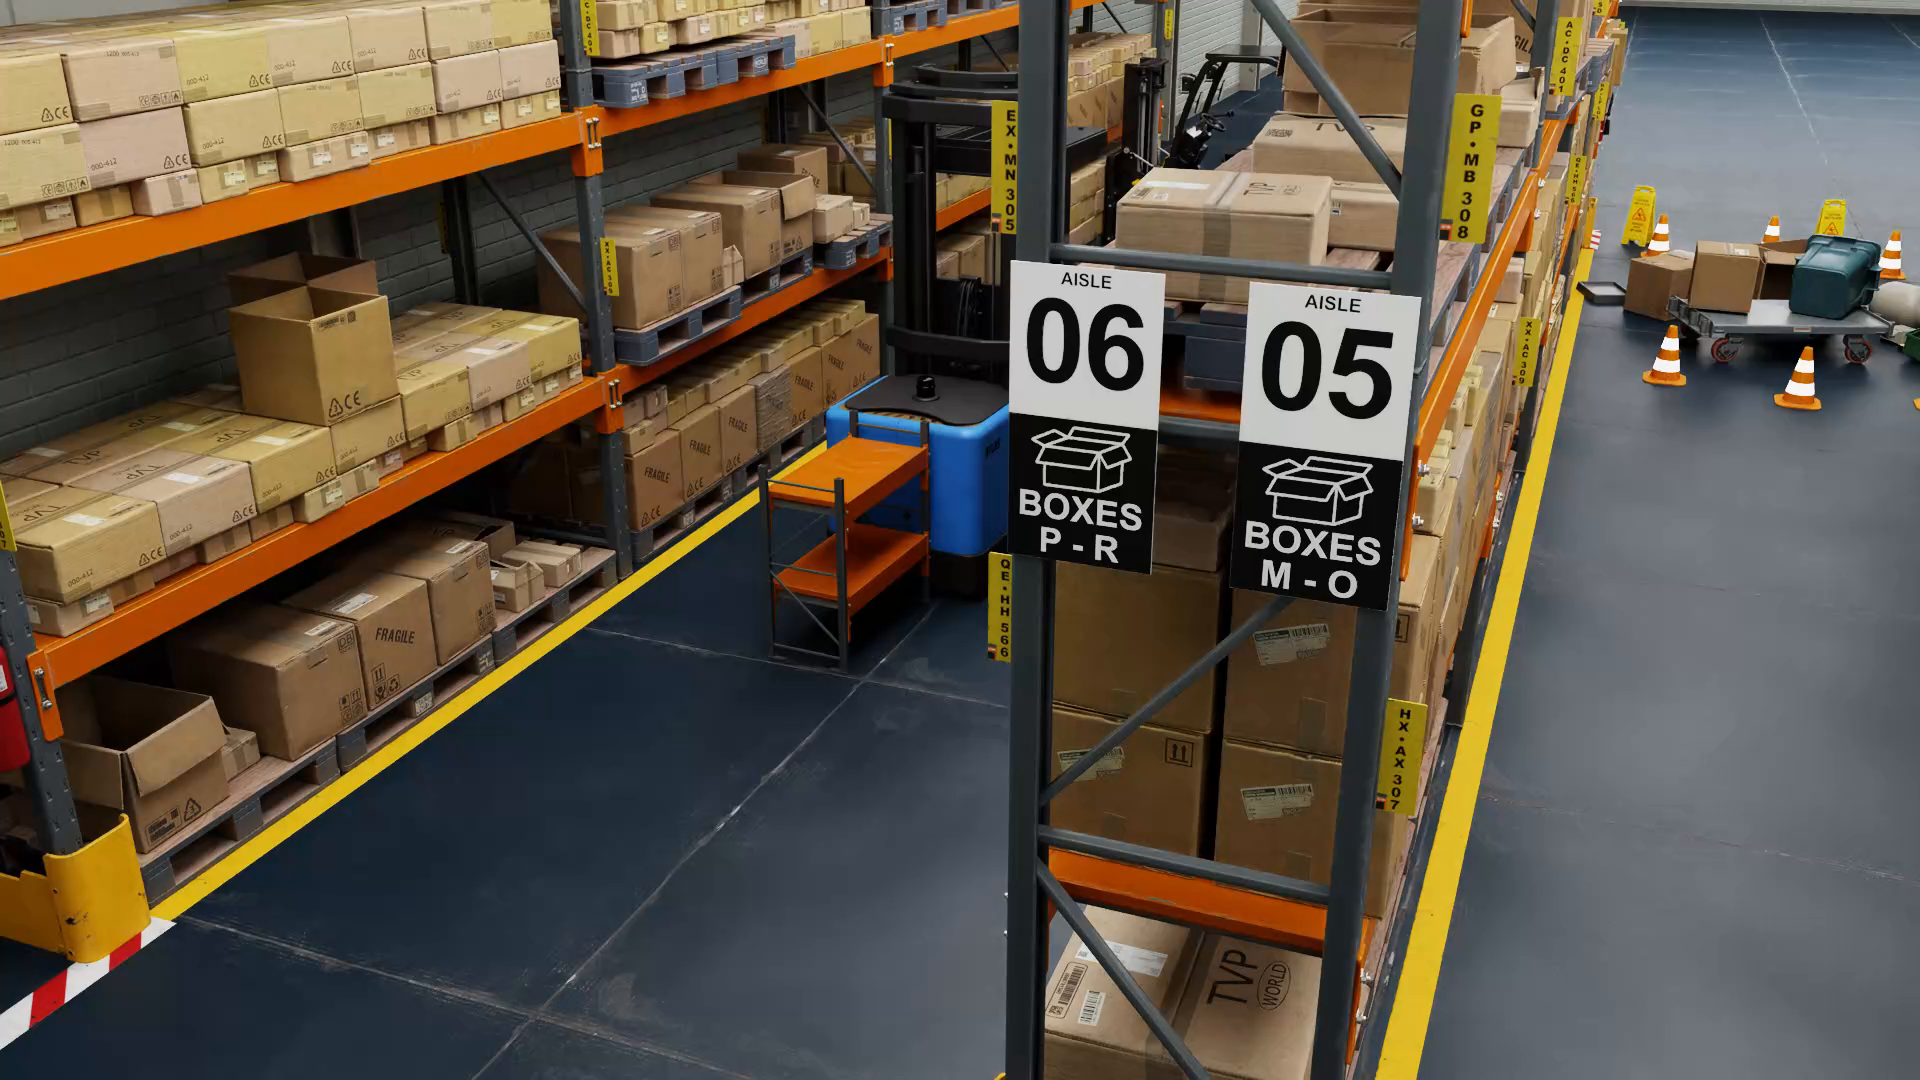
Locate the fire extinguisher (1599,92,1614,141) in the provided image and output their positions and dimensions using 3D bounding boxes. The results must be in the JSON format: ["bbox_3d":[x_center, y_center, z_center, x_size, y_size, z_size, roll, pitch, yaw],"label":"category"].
[{"bbox_3d":[7.038,-4.749,18.327,0.296,0.674,0.183,9,24,20],"label":"fire extinguisher"}]

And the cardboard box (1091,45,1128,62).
[{"bbox_3d":[1.639,-5.372,18.362,0.380,0.149,0.250,9,24,21],"label":"cardboard box"}]

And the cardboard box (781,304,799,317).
[{"bbox_3d":[-1.497,-1.854,13.153,0.380,0.149,0.250,10,25,23],"label":"cardboard box"}]

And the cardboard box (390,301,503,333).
[{"bbox_3d":[-2.935,-1.154,9.430,0.500,0.250,0.500,8,24,19],"label":"cardboard box"}]

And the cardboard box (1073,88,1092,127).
[{"bbox_3d":[1.057,-4.444,17.367,0.500,0.500,0.500,9,24,21],"label":"cardboard box"}]

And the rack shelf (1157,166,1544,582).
[{"bbox_3d":[1.367,-0.852,5.939,1.077,0.370,4.000,9,24,20],"label":"rack shelf"}]

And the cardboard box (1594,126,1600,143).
[{"bbox_3d":[6.453,-4.237,17.329,0.380,0.149,0.250,9,24,21],"label":"cardboard box"}]

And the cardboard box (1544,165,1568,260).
[{"bbox_3d":[3.464,-2.047,10.332,0.500,0.500,0.500,9,24,21],"label":"cardboard box"}]

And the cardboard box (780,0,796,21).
[{"bbox_3d":[-1.349,-3.636,11.348,0.380,0.149,0.250,9,24,21],"label":"cardboard box"}]

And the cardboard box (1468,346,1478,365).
[{"bbox_3d":[1.680,-0.628,6.093,0.380,0.149,0.250,9,24,20],"label":"cardboard box"}]

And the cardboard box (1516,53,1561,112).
[{"bbox_3d":[2.621,-2.160,7.767,0.396,0.266,0.258,9,24,20],"label":"cardboard box"}]

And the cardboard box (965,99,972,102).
[{"bbox_3d":[-0.100,-4.160,15.846,0.380,0.149,0.250,9,24,20],"label":"cardboard box"}]

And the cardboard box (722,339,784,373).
[{"bbox_3d":[-1.481,-1.312,11.856,0.380,0.149,0.250,8,24,18],"label":"cardboard box"}]

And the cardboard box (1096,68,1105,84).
[{"bbox_3d":[1.336,-4.963,17.769,0.380,0.149,0.250,8,24,18],"label":"cardboard box"}]

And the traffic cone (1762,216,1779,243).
[{"bbox_3d":[8.762,-3.263,17.962,0.336,0.463,0.334,9,24,20],"label":"traffic cone"}]

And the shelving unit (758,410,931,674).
[{"bbox_3d":[-0.621,-0.015,9.326,0.538,1.125,1.048,10,25,23],"label":"shelving unit"}]

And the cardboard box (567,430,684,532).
[{"bbox_3d":[-2.111,-0.406,10.528,0.500,0.500,0.500,10,25,22],"label":"cardboard box"}]

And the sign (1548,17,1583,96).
[{"bbox_3d":[2.626,-2.096,7.210,0.100,0.325,0.005,9,24,20],"label":"sign"}]

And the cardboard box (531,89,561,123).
[{"bbox_3d":[-2.359,-2.322,8.851,0.380,0.149,0.250,9,24,20],"label":"cardboard box"}]

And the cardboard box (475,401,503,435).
[{"bbox_3d":[-2.657,-0.676,8.802,0.380,0.149,0.250,9,24,21],"label":"cardboard box"}]

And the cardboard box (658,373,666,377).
[{"bbox_3d":[-2.233,-1.107,11.364,0.380,0.149,0.250,9,24,22],"label":"cardboard box"}]

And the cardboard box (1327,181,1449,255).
[{"bbox_3d":[1.242,-0.948,4.888,0.380,0.149,0.250,10,25,22],"label":"cardboard box"}]

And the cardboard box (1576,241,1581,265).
[{"bbox_3d":[6.128,-3.034,17.145,0.500,0.250,0.500,8,24,18],"label":"cardboard box"}]

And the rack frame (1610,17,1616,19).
[{"bbox_3d":[6.567,-4.810,18.372,1.000,3.000,0.127,9,24,20],"label":"rack frame"}]

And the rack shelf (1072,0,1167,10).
[{"bbox_3d":[1.215,-5.855,17.918,1.077,0.370,4.000,9,24,20],"label":"rack shelf"}]

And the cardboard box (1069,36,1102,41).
[{"bbox_3d":[1.421,-5.727,19.211,0.380,0.149,0.250,9,24,21],"label":"cardboard box"}]

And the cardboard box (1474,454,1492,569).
[{"bbox_3d":[1.989,-0.174,7.145,0.500,0.500,0.500,8,24,19],"label":"cardboard box"}]

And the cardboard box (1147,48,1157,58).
[{"bbox_3d":[2.089,-5.700,19.533,0.380,0.149,0.250,9,24,21],"label":"cardboard box"}]

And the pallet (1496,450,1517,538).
[{"bbox_3d":[3.233,-0.389,11.407,1.003,0.211,1.213,9,24,20],"label":"pallet"}]

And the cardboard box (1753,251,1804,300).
[{"bbox_3d":[7.926,-2.393,15.651,0.797,0.637,0.503,9,24,20],"label":"cardboard box"}]

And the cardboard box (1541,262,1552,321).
[{"bbox_3d":[3.294,-1.528,10.063,0.500,0.250,0.500,8,24,19],"label":"cardboard box"}]

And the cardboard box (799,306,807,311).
[{"bbox_3d":[-1.431,-1.586,13.353,0.500,0.500,0.500,10,25,22],"label":"cardboard box"}]

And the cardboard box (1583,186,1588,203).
[{"bbox_3d":[5.843,-3.341,16.065,0.380,0.149,0.250,10,25,22],"label":"cardboard box"}]

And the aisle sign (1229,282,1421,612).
[{"bbox_3d":[0.867,-0.216,4.003,0.394,0.787,0.004,9,24,20],"label":"aisle sign"}]

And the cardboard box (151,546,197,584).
[{"bbox_3d":[-3.492,0.048,7.070,0.380,0.149,0.250,8,24,19],"label":"cardboard box"}]

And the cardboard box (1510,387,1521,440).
[{"bbox_3d":[2.709,-0.751,8.851,0.500,0.250,0.500,8,24,19],"label":"cardboard box"}]

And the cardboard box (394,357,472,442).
[{"bbox_3d":[-2.832,-0.717,8.385,0.500,0.250,0.500,9,24,20],"label":"cardboard box"}]

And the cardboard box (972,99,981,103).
[{"bbox_3d":[0.332,-4.104,15.712,0.380,0.149,0.250,9,24,20],"label":"cardboard box"}]

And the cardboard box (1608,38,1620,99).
[{"bbox_3d":[5.868,-4.505,15.830,0.700,0.500,0.500,8,24,19],"label":"cardboard box"}]

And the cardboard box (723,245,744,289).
[{"bbox_3d":[-1.628,-1.799,10.794,0.396,0.266,0.258,10,25,23],"label":"cardboard box"}]

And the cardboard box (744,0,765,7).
[{"bbox_3d":[-1.464,-3.474,10.548,0.380,0.149,0.250,9,24,20],"label":"cardboard box"}]

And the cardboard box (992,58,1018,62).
[{"bbox_3d":[0.527,-4.908,17.251,0.380,0.149,0.250,9,24,20],"label":"cardboard box"}]

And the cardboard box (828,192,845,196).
[{"bbox_3d":[-1.085,-2.784,13.718,0.500,0.250,0.500,8,24,19],"label":"cardboard box"}]

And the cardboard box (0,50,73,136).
[{"bbox_3d":[-3.588,-1.599,5.954,0.500,0.250,0.500,8,24,19],"label":"cardboard box"}]

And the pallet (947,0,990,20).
[{"bbox_3d":[-0.432,-4.609,14.246,1.003,0.211,1.213,10,25,22],"label":"pallet"}]

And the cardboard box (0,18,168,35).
[{"bbox_3d":[-3.704,-2.047,7.027,0.500,0.250,0.500,9,24,21],"label":"cardboard box"}]

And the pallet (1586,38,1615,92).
[{"bbox_3d":[3.406,-3.006,10.407,1.213,0.211,1.003,10,25,22],"label":"pallet"}]

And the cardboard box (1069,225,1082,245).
[{"bbox_3d":[0.959,-3.138,17.394,0.500,0.250,0.500,9,24,21],"label":"cardboard box"}]

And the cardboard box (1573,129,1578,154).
[{"bbox_3d":[4.356,-2.830,12.573,0.500,0.500,0.500,9,24,21],"label":"cardboard box"}]

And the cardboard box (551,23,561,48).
[{"bbox_3d":[-2.452,-2.851,9.443,0.380,0.149,0.250,9,24,20],"label":"cardboard box"}]

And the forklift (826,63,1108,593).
[{"bbox_3d":[0.261,-1.572,10.711,1.130,2.935,3.031,10,25,23],"label":"forklift"}]

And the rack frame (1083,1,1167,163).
[{"bbox_3d":[1.957,-5.519,20.071,1.000,3.000,0.127,9,24,20],"label":"rack frame"}]

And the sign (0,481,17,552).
[{"bbox_3d":[-3.482,-0.115,6.010,0.100,0.325,0.005,9,24,20],"label":"sign"}]

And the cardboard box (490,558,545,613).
[{"bbox_3d":[-2.567,0.212,9.352,0.396,0.266,0.258,10,25,22],"label":"cardboard box"}]

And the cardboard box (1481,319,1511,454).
[{"bbox_3d":[1.995,-0.634,6.949,0.500,0.500,0.500,8,24,19],"label":"cardboard box"}]

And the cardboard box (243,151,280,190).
[{"bbox_3d":[-3.154,-1.596,7.112,0.380,0.149,0.250,8,24,19],"label":"cardboard box"}]

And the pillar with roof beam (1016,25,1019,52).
[{"bbox_3d":[4.859,-7.551,17.151,9.100,9.000,0.400,9,24,20],"label":"pillar with roof beam"}]

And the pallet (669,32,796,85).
[{"bbox_3d":[-1.810,-3.117,10.672,1.213,0.211,1.003,9,24,20],"label":"pallet"}]
